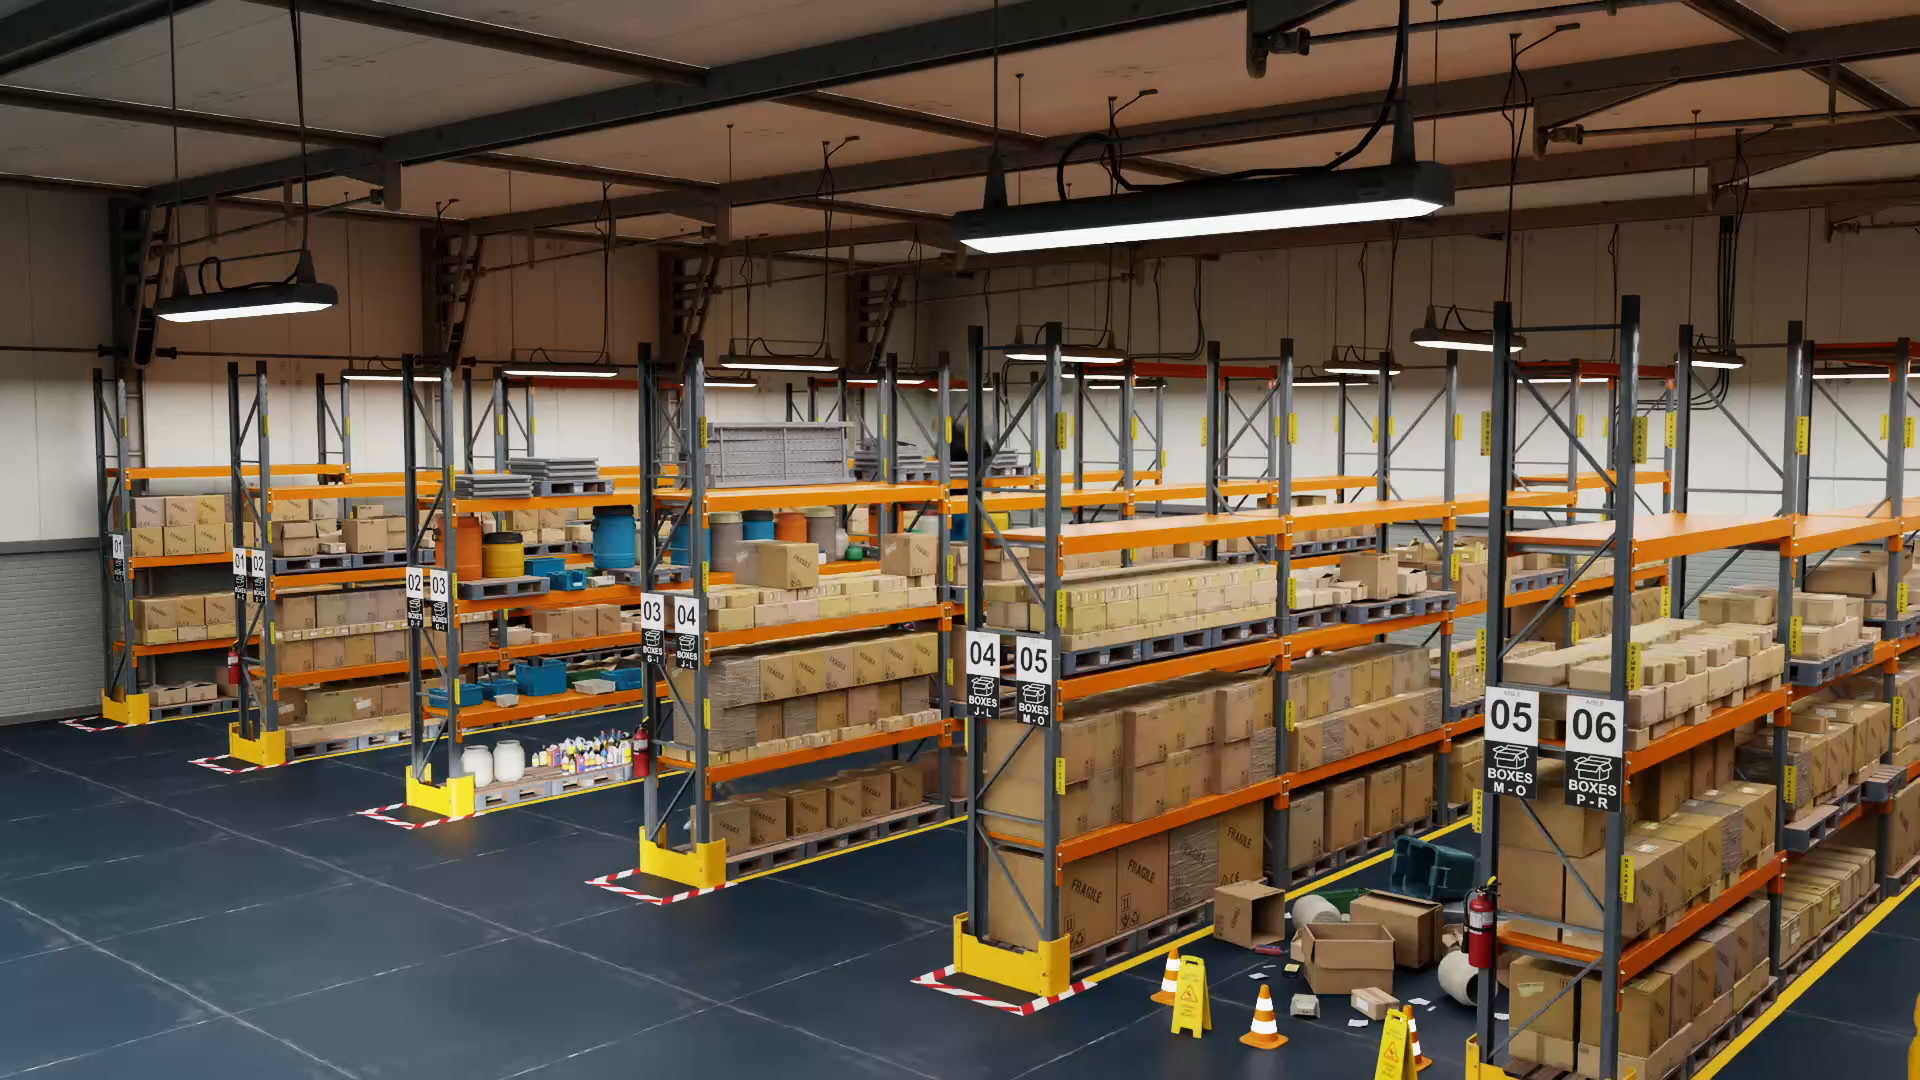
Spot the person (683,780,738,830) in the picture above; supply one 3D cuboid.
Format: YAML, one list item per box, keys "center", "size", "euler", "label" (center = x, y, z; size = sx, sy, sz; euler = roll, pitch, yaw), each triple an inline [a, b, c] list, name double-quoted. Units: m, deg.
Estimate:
- center: [-3.108, 2.713, 20.973]
  size: [0.657, 1.784, 0.879]
  euler: [3, 5, 37]
  label: "person"

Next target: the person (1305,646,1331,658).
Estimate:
- center: [5.634, 2.366, 26.012]
  size: [0.712, 1.815, 0.989]
  euler: [4, 6, 43]
  label: "person"
